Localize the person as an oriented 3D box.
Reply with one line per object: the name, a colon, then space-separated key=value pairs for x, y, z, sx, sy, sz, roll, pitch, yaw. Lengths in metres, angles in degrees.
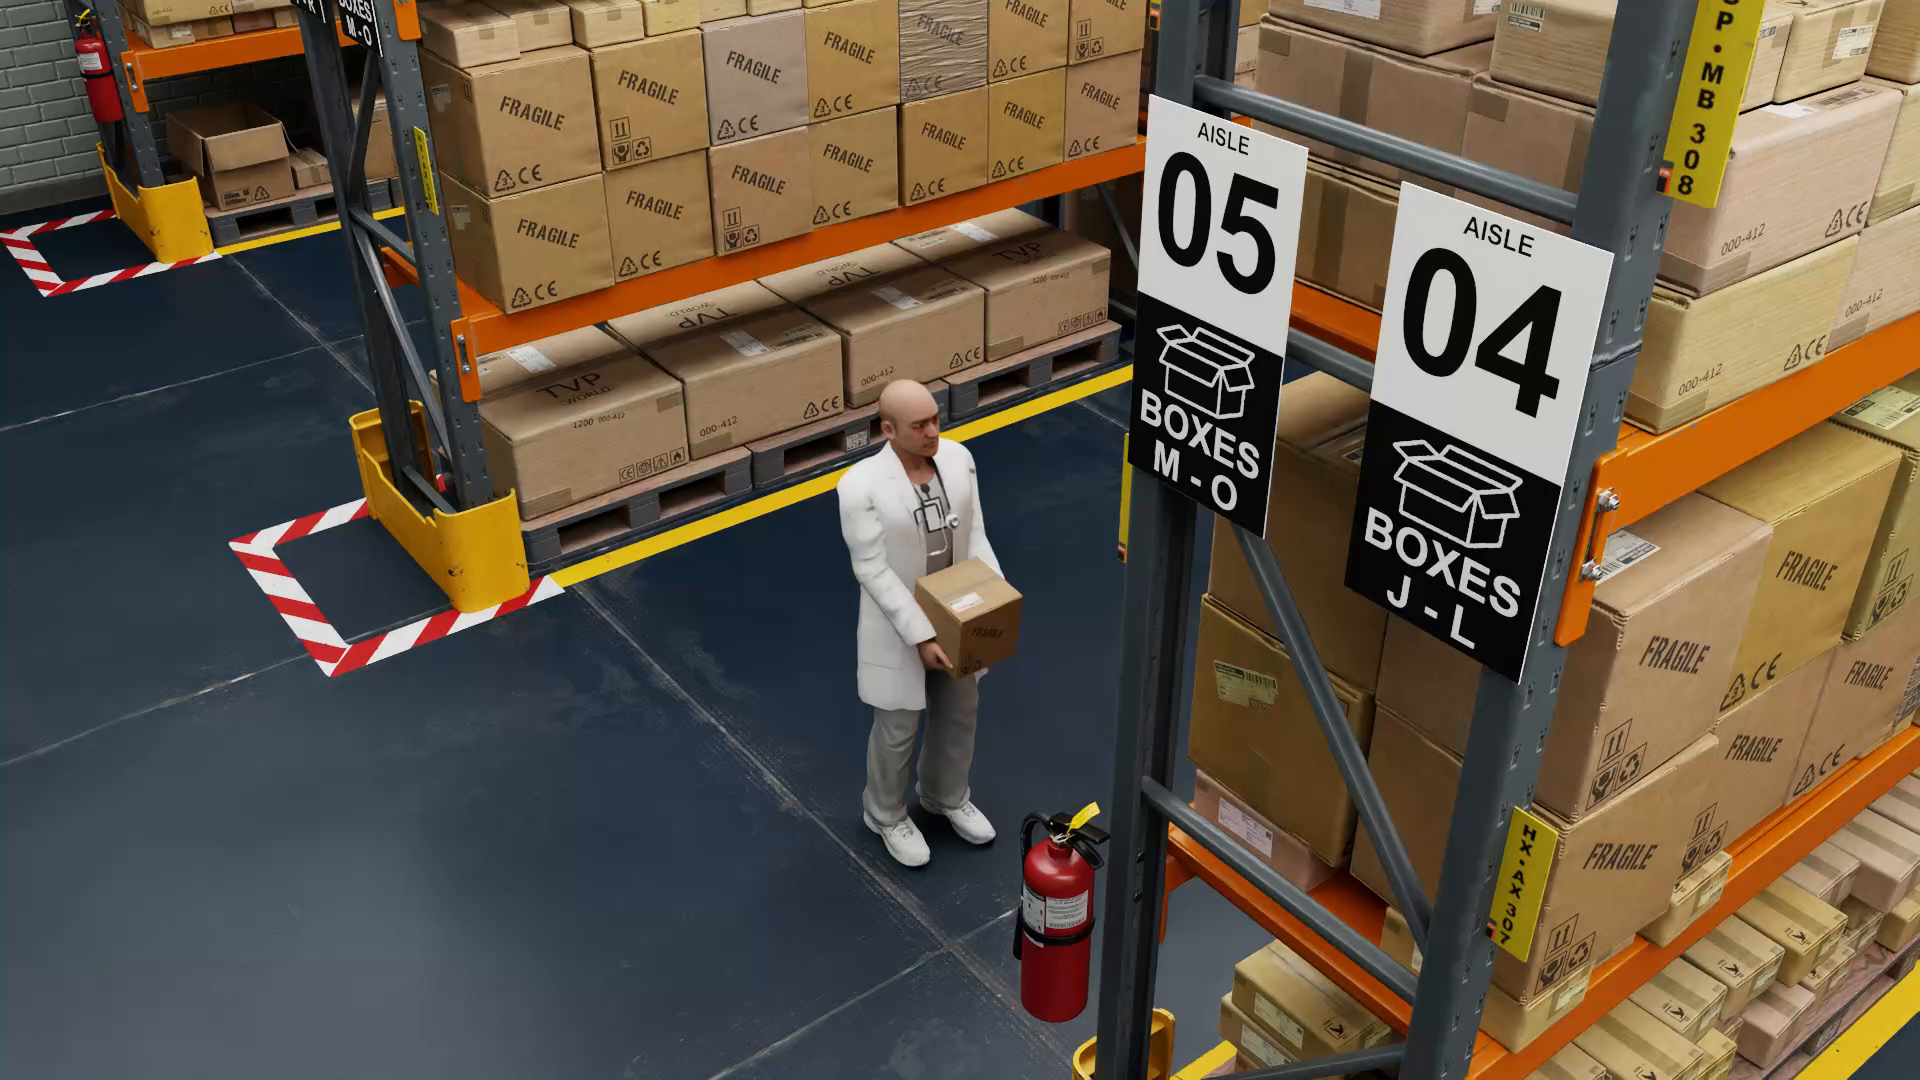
person: x=8.373 y=0.710 z=5.008 sx=13.168 sy=1.775 sz=11.876 roll=-22 pitch=38 yaw=-31
